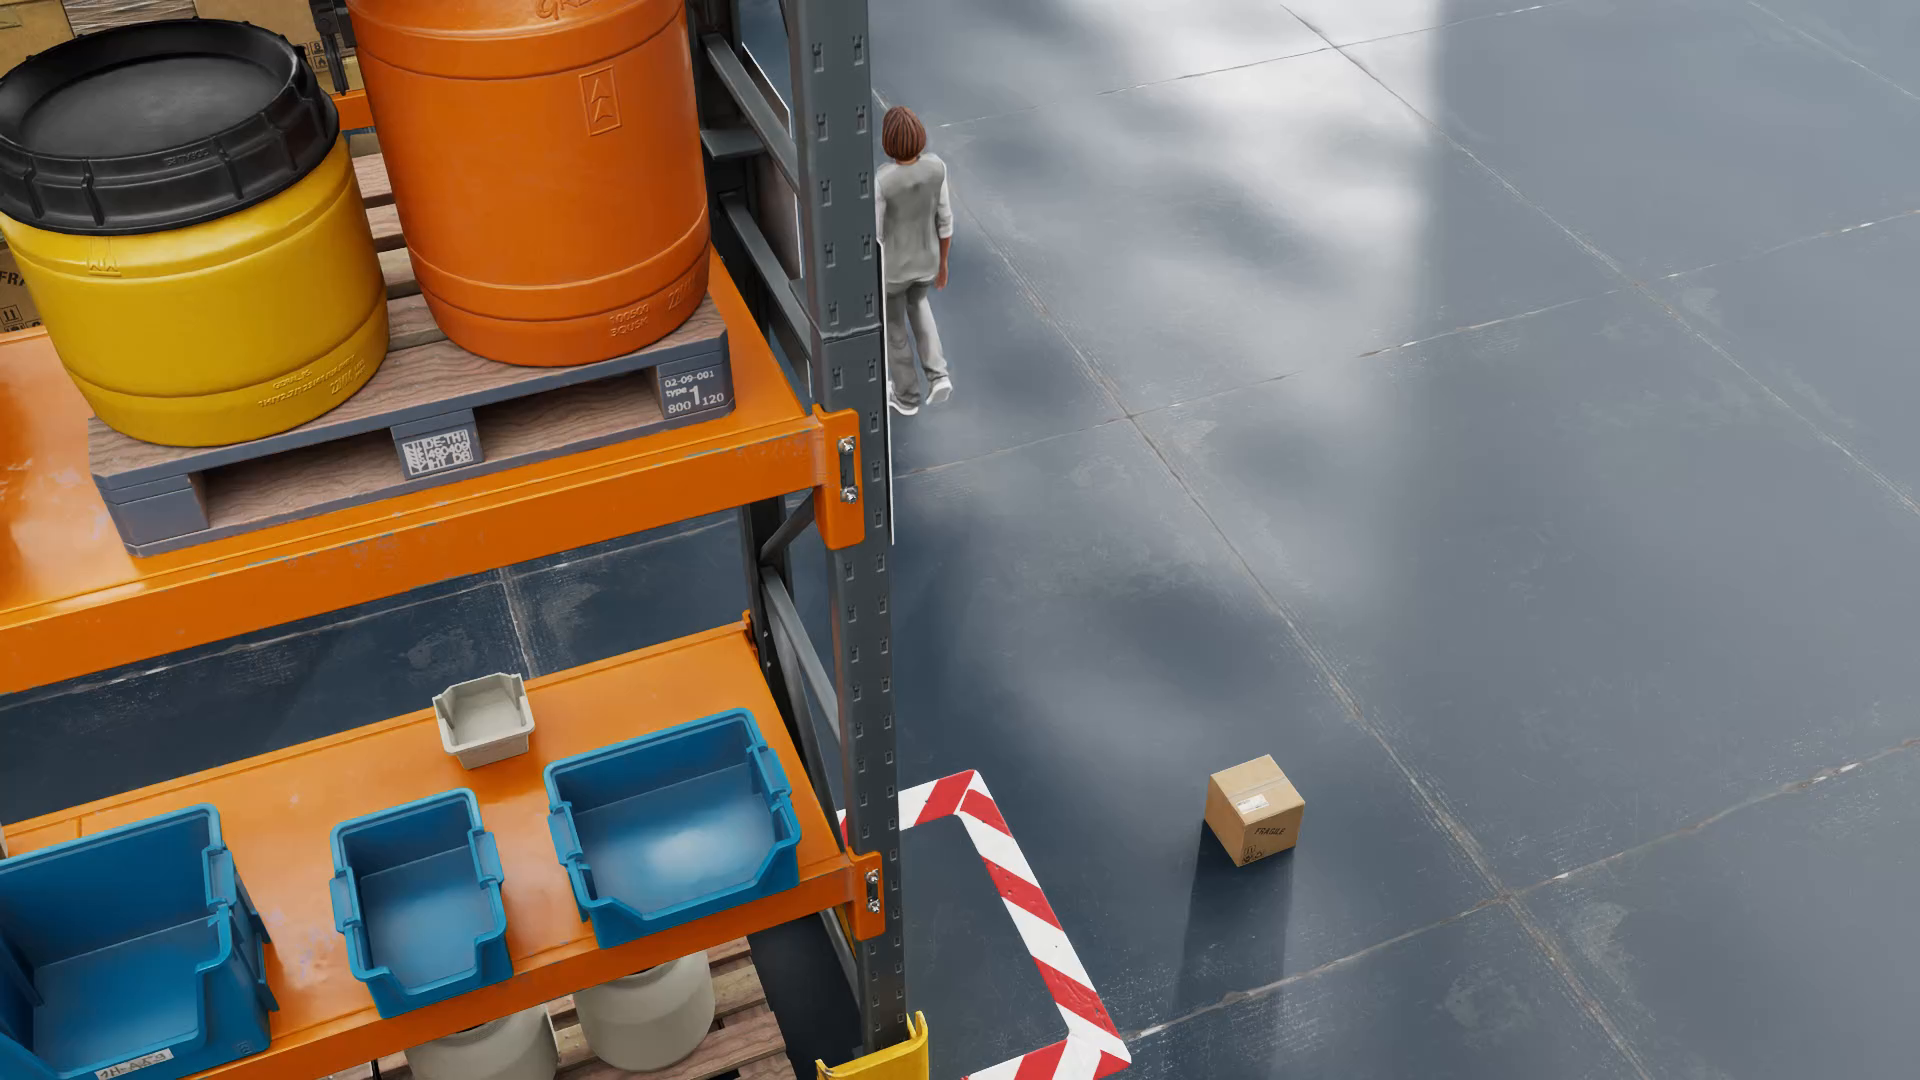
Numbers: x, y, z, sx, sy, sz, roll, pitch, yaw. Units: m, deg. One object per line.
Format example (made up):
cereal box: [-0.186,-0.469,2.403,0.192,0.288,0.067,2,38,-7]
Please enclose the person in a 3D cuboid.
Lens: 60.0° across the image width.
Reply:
person: [-0.241,-1.219,7.481,0.414,1.575,0.447,-21,47,-22]
